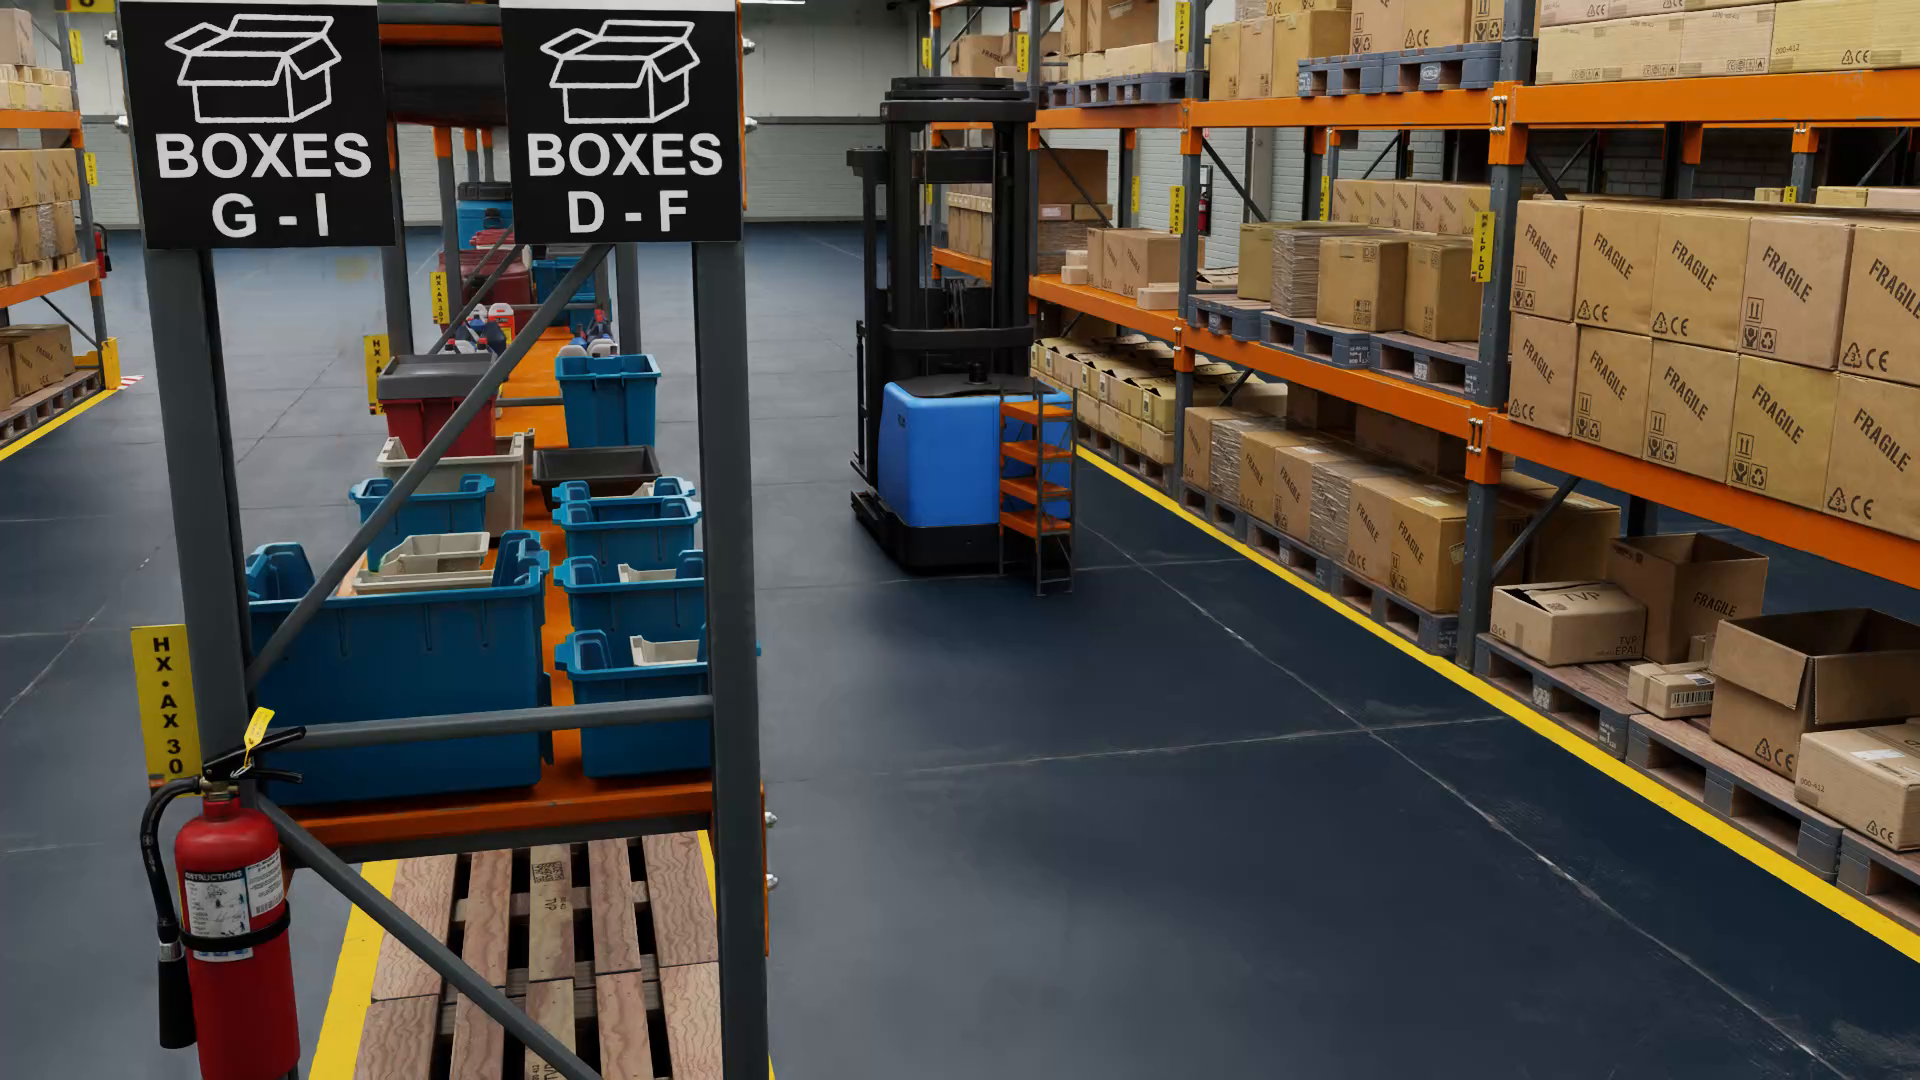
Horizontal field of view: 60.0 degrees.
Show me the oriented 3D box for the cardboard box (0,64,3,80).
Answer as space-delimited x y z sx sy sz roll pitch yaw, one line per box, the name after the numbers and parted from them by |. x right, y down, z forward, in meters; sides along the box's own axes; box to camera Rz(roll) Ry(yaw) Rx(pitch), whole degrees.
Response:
-8.641 -4.106 14.568 0.380 0.149 0.250 -4 14 -14 | cardboard box

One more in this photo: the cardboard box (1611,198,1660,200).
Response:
6.319 -2.829 15.047 0.700 0.500 0.500 -1 14 -5 | cardboard box

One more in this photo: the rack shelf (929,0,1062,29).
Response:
0.639 -5.520 16.920 1.077 0.370 4.000 -3 14 -13 | rack shelf

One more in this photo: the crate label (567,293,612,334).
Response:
-2.502 -1.527 11.210 0.303 0.233 0.416 -3 14 -13 | crate label

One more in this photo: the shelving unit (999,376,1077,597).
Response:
0.449 -0.322 9.715 0.258 1.200 0.503 -6 15 -24 | shelving unit

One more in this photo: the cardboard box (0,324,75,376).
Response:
-9.331 -1.904 16.784 0.500 0.500 0.500 -1 14 -3 | cardboard box

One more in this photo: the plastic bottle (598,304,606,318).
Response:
-2.204 -1.311 10.218 0.061 0.283 0.133 -3 14 -13 | plastic bottle

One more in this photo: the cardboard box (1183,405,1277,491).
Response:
1.877 -0.644 11.583 0.500 0.500 0.500 -3 14 -11 | cardboard box

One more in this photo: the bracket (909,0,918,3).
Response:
-1.305 -15.243 46.773 0.235 0.232 0.430 -3 14 -13 | bracket

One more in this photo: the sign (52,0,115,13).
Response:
-1.420 -1.017 2.668 0.100 0.325 0.005 -3 14 -13 | sign

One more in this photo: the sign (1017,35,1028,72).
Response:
0.570 -4.404 15.055 0.100 0.325 0.005 -3 14 -13 | sign

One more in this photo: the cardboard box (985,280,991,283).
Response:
0.584 -2.736 19.136 0.500 0.500 0.500 -3 14 -13 | cardboard box

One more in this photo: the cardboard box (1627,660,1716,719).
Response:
3.089 0.628 7.080 0.380 0.166 0.250 -3 14 -13 | cardboard box

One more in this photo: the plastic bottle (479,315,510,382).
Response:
-2.505 -1.031 8.931 0.144 0.351 0.185 -3 14 -13 | plastic bottle

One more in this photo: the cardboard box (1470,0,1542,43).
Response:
2.941 -2.721 8.119 0.600 0.600 0.600 -5 14 -19 | cardboard box

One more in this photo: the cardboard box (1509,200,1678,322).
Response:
2.825 -1.253 7.416 0.500 0.500 0.500 -3 14 -12 | cardboard box

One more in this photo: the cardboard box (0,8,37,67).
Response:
-8.851 -4.609 15.262 0.500 0.500 0.500 -3 14 -13 | cardboard box

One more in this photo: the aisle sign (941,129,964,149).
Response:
-0.144 -4.872 19.071 0.394 0.787 0.004 -3 14 -13 | aisle sign

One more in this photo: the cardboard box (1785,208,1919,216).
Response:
3.599 -1.040 6.548 0.500 0.500 0.500 -3 14 -13 | cardboard box

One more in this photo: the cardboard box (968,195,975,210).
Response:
0.296 -3.634 17.904 0.380 0.149 0.250 -4 14 -15 | cardboard box

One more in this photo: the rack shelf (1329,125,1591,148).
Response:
5.453 -4.534 18.362 1.077 0.370 4.000 -3 14 -13 | rack shelf

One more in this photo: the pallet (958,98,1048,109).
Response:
0.600 -4.579 17.214 1.003 0.211 1.213 -3 14 -13 | pallet

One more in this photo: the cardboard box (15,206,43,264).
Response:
-8.943 -2.782 15.156 0.875 0.500 0.500 -3 14 -13 | cardboard box

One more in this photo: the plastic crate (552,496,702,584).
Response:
-0.936 0.028 4.717 0.416 0.233 0.300 -3 14 -13 | plastic crate

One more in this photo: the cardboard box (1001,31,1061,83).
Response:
0.844 -4.855 16.759 0.797 0.503 0.637 -2 14 -7 | cardboard box

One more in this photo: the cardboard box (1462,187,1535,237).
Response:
5.511 -3.358 17.046 0.500 0.500 0.500 -3 14 -13 | cardboard box

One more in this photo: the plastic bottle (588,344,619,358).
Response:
-1.784 -0.849 8.343 0.152 0.276 0.135 -3 14 -13 | plastic bottle

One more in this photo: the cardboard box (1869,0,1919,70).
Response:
3.313 -1.639 5.310 0.500 0.250 0.500 -3 14 -13 | cardboard box

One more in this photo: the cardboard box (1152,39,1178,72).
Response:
1.746 -3.575 12.352 0.500 0.250 0.500 -3 14 -12 | cardboard box

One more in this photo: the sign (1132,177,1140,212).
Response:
1.634 -3.245 15.615 0.100 0.325 0.005 -3 14 -13 | sign

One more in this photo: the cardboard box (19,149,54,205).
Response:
-8.854 -3.395 15.558 0.500 0.500 0.500 -3 14 -13 | cardboard box

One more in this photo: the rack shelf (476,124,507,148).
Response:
-4.177 -3.982 16.101 1.077 0.370 4.000 -3 14 -13 | rack shelf

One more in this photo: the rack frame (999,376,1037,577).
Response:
0.346 -0.374 9.930 0.240 1.200 0.015 -6 15 -24 | rack frame

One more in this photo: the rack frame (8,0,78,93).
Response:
-9.461 -5.974 16.419 1.000 3.000 0.127 -3 14 -13 | rack frame

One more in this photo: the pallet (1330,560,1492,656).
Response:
2.760 0.326 9.146 1.003 0.211 1.213 -3 14 -13 | pallet

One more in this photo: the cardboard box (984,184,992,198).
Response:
0.645 -3.816 17.284 0.700 0.500 0.500 -3 14 -13 | cardboard box

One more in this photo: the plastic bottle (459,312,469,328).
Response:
-2.884 -1.176 9.664 0.061 0.283 0.133 -3 14 -13 | plastic bottle

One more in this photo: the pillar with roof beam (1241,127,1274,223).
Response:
0.395 -7.833 24.029 9.100 9.000 0.400 -3 14 -13 | pillar with roof beam

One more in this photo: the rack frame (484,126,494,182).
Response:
-4.646 -3.336 18.261 1.000 3.000 0.127 -3 14 -13 | rack frame

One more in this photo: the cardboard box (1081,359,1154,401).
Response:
1.326 -1.365 13.922 0.500 0.311 0.500 -3 14 -12 | cardboard box

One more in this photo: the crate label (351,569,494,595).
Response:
-1.399 0.146 4.440 0.396 0.136 0.243 -3 14 -13 | crate label

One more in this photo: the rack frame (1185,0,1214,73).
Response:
2.048 -4.680 11.121 1.000 3.000 0.127 -3 14 -13 | rack frame

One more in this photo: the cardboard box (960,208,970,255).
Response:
0.394 -3.430 18.437 0.700 0.500 0.500 -3 14 -12 | cardboard box

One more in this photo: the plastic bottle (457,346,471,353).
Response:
-2.471 -0.812 8.191 0.152 0.276 0.135 -3 14 -13 | plastic bottle

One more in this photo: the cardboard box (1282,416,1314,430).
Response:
2.496 -0.562 11.248 0.500 0.500 0.500 -3 14 -11 | cardboard box

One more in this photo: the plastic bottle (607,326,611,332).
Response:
-1.915 -1.027 9.056 0.061 0.283 0.133 -3 14 -13 | plastic bottle

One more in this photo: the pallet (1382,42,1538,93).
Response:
2.903 -2.363 8.354 1.213 0.211 1.003 -3 14 -13 | pallet

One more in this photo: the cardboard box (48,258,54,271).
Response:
-8.964 -2.652 15.993 0.380 0.149 0.250 -3 14 -13 | cardboard box

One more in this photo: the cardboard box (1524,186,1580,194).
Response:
6.016 -3.386 17.162 0.500 0.500 0.500 -4 14 -14 | cardboard box

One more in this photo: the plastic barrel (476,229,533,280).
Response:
-3.696 -2.246 13.514 0.433 0.535 0.433 0 14 0 | plastic barrel

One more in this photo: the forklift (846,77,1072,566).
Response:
-0.143 -1.569 11.175 1.130 2.935 3.031 -3 14 -13 | forklift

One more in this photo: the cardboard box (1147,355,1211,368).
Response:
1.840 -1.400 14.066 0.500 0.311 0.500 -3 14 -14 | cardboard box

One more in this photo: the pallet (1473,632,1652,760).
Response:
3.148 0.670 7.738 1.003 0.211 1.213 -3 14 -13 | pallet

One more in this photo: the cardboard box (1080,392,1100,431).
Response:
1.324 -1.095 13.997 0.500 0.250 0.500 -3 14 -12 | cardboard box

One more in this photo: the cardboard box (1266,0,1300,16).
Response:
2.264 -3.538 10.452 0.500 0.500 0.500 -3 14 -13 | cardboard box

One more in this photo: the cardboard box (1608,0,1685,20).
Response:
2.979 -2.229 6.671 0.500 0.250 0.500 -3 14 -13 | cardboard box

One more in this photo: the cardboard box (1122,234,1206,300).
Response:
1.638 -2.200 13.402 0.500 0.500 0.500 -4 14 -16 | cardboard box
